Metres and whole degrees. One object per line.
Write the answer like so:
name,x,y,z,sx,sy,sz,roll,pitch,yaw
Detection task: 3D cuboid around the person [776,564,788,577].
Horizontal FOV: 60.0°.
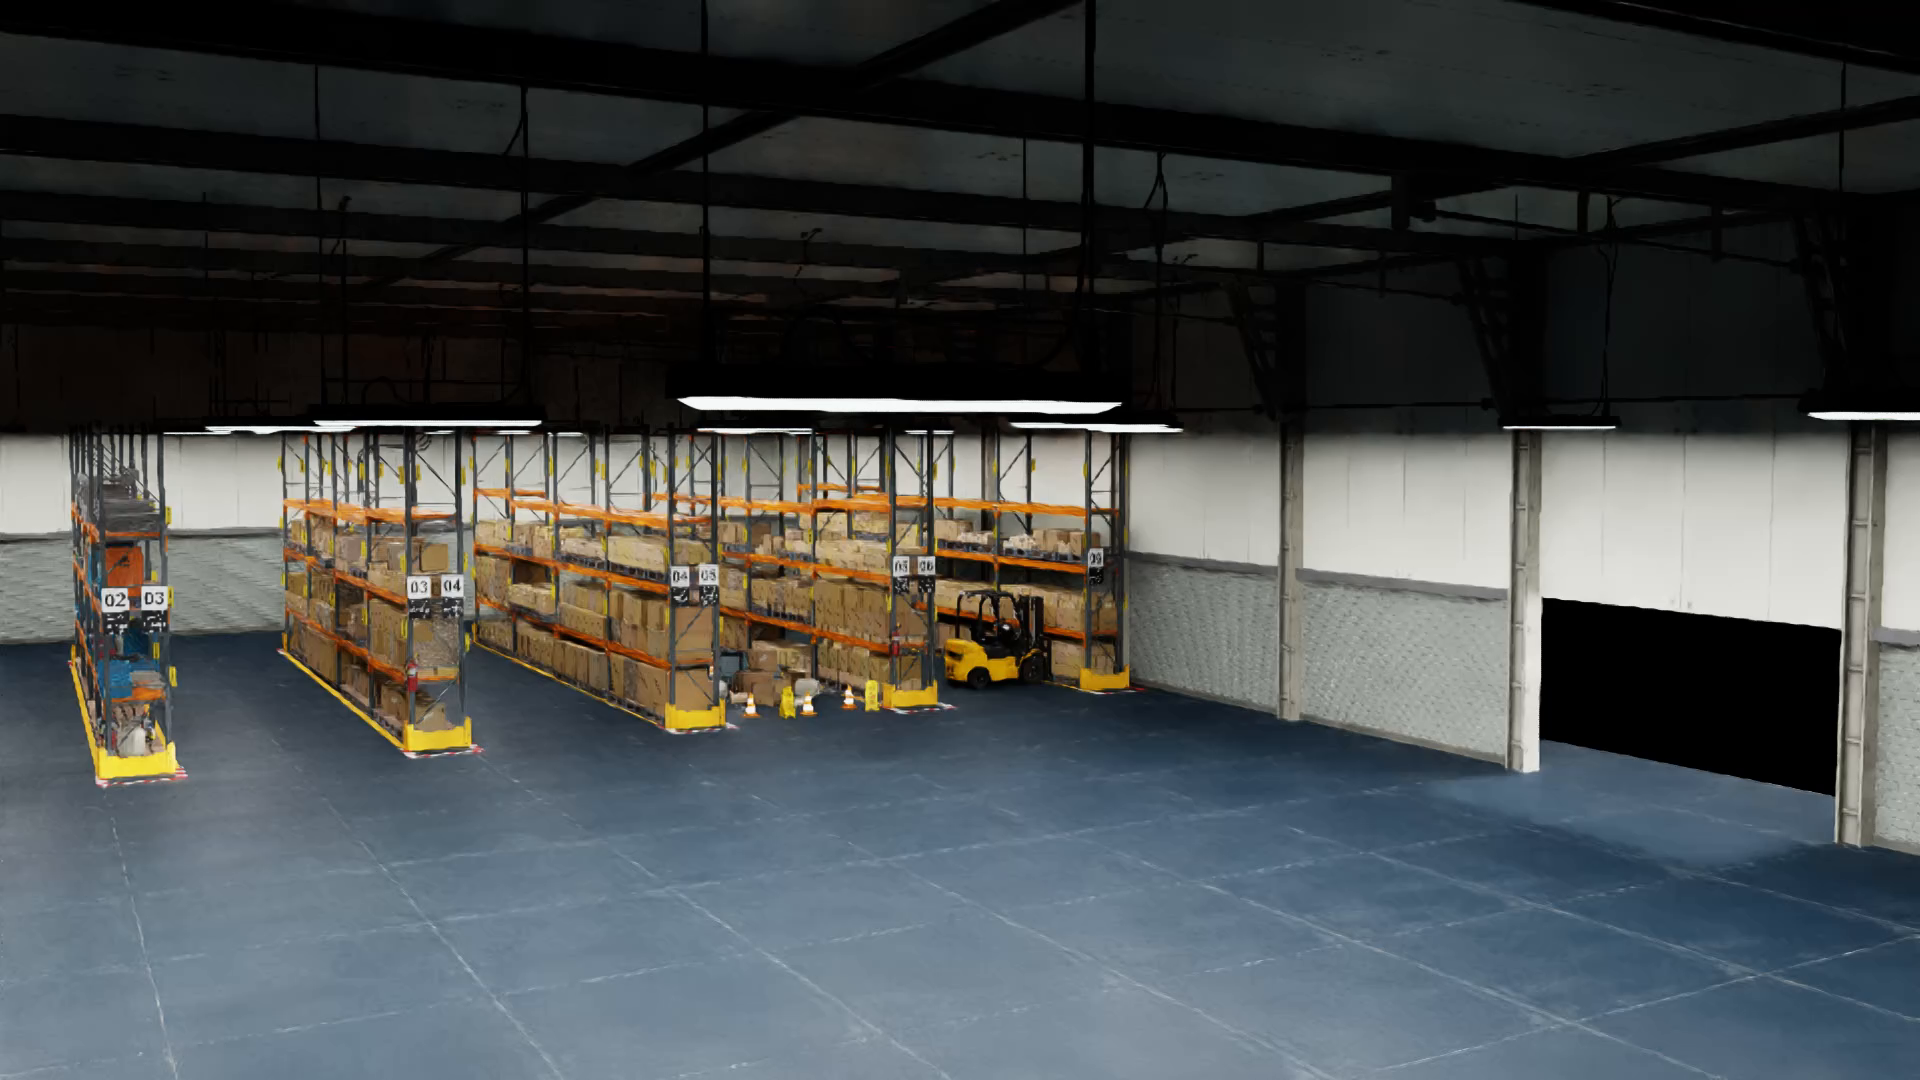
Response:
person,-5.677,1.558,53.410,0.690,1.712,0.454,2,4,32
